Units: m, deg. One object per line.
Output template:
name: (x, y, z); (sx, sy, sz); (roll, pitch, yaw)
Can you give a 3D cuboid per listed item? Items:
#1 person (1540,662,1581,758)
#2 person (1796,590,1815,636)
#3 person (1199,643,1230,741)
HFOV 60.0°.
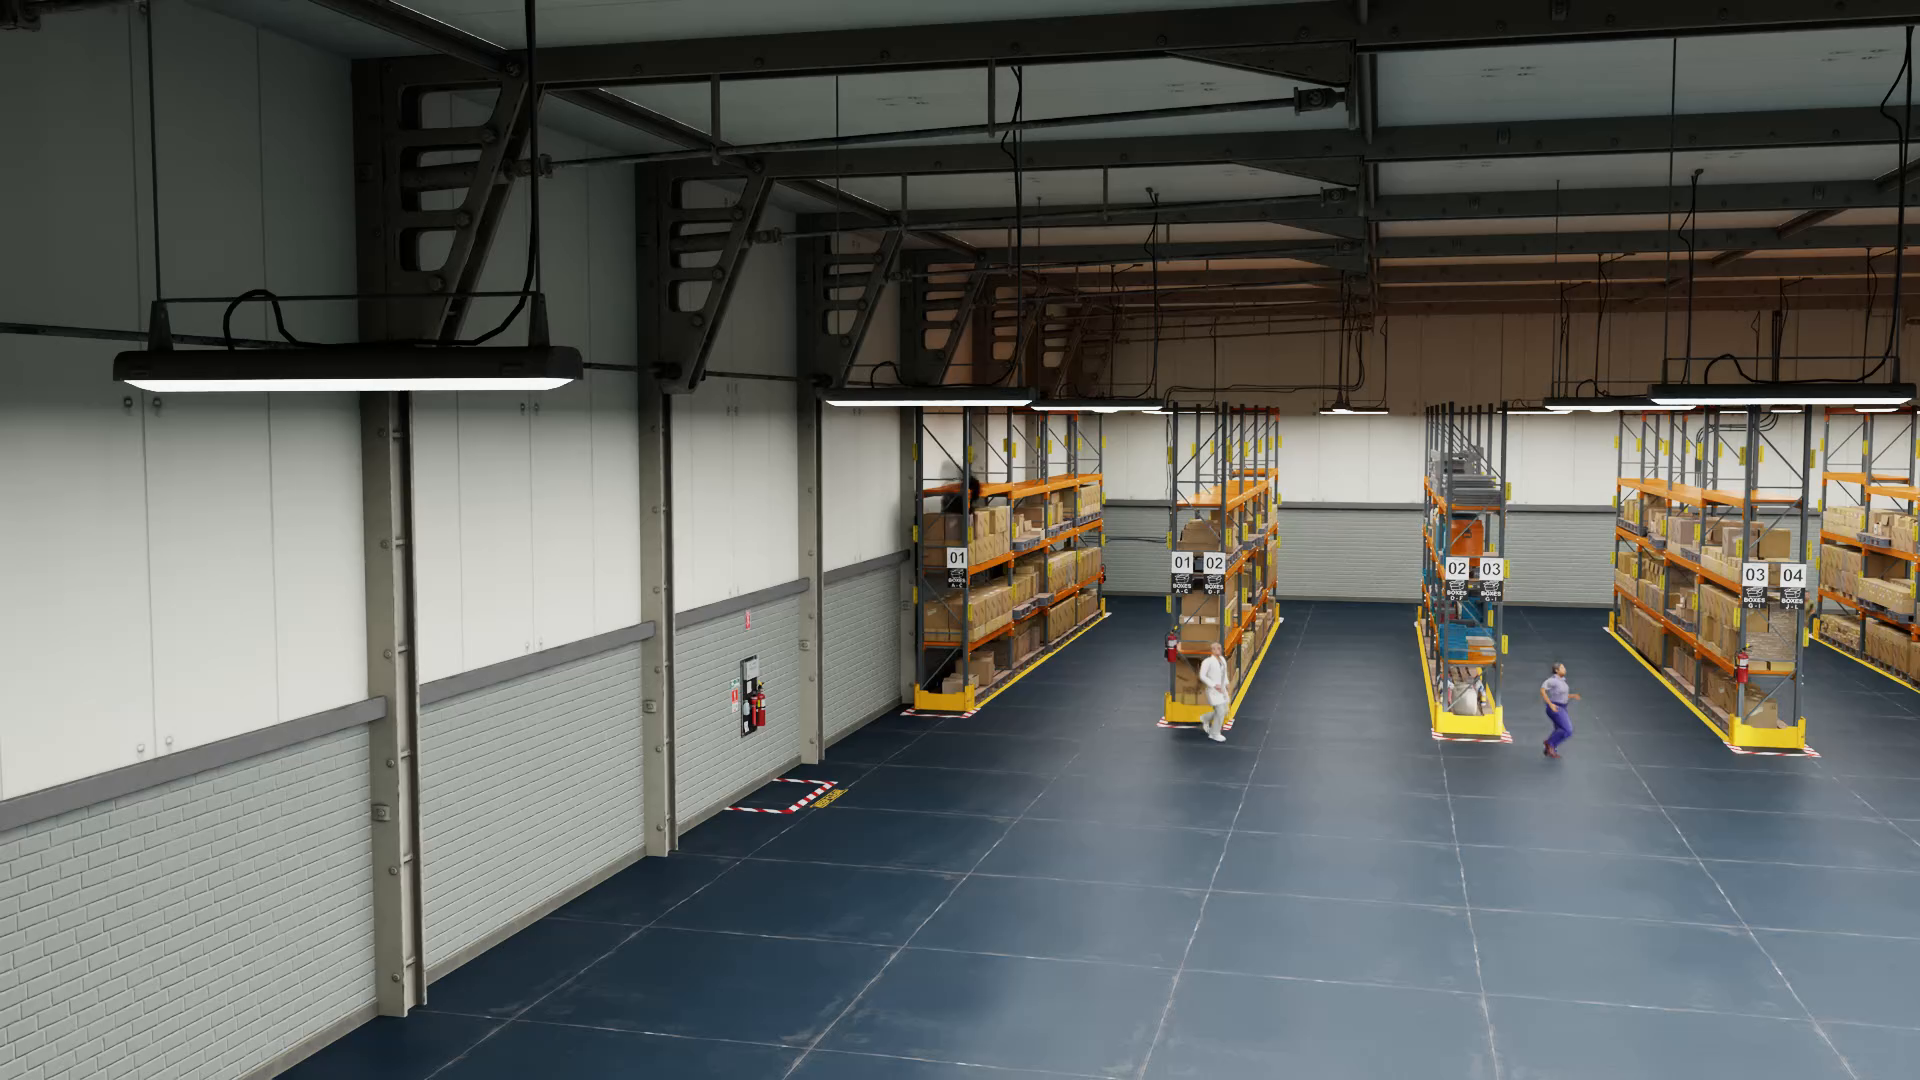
person: (10.090, 2.865, 27.899); (0.567, 1.615, 0.656); (3, 5, 33)
person: (20.248, 1.985, 40.013); (0.571, 1.597, 0.674); (0, 4, 4)
person: (4.490, 2.675, 29.515); (0.667, 1.728, 0.740); (4, 6, 44)
